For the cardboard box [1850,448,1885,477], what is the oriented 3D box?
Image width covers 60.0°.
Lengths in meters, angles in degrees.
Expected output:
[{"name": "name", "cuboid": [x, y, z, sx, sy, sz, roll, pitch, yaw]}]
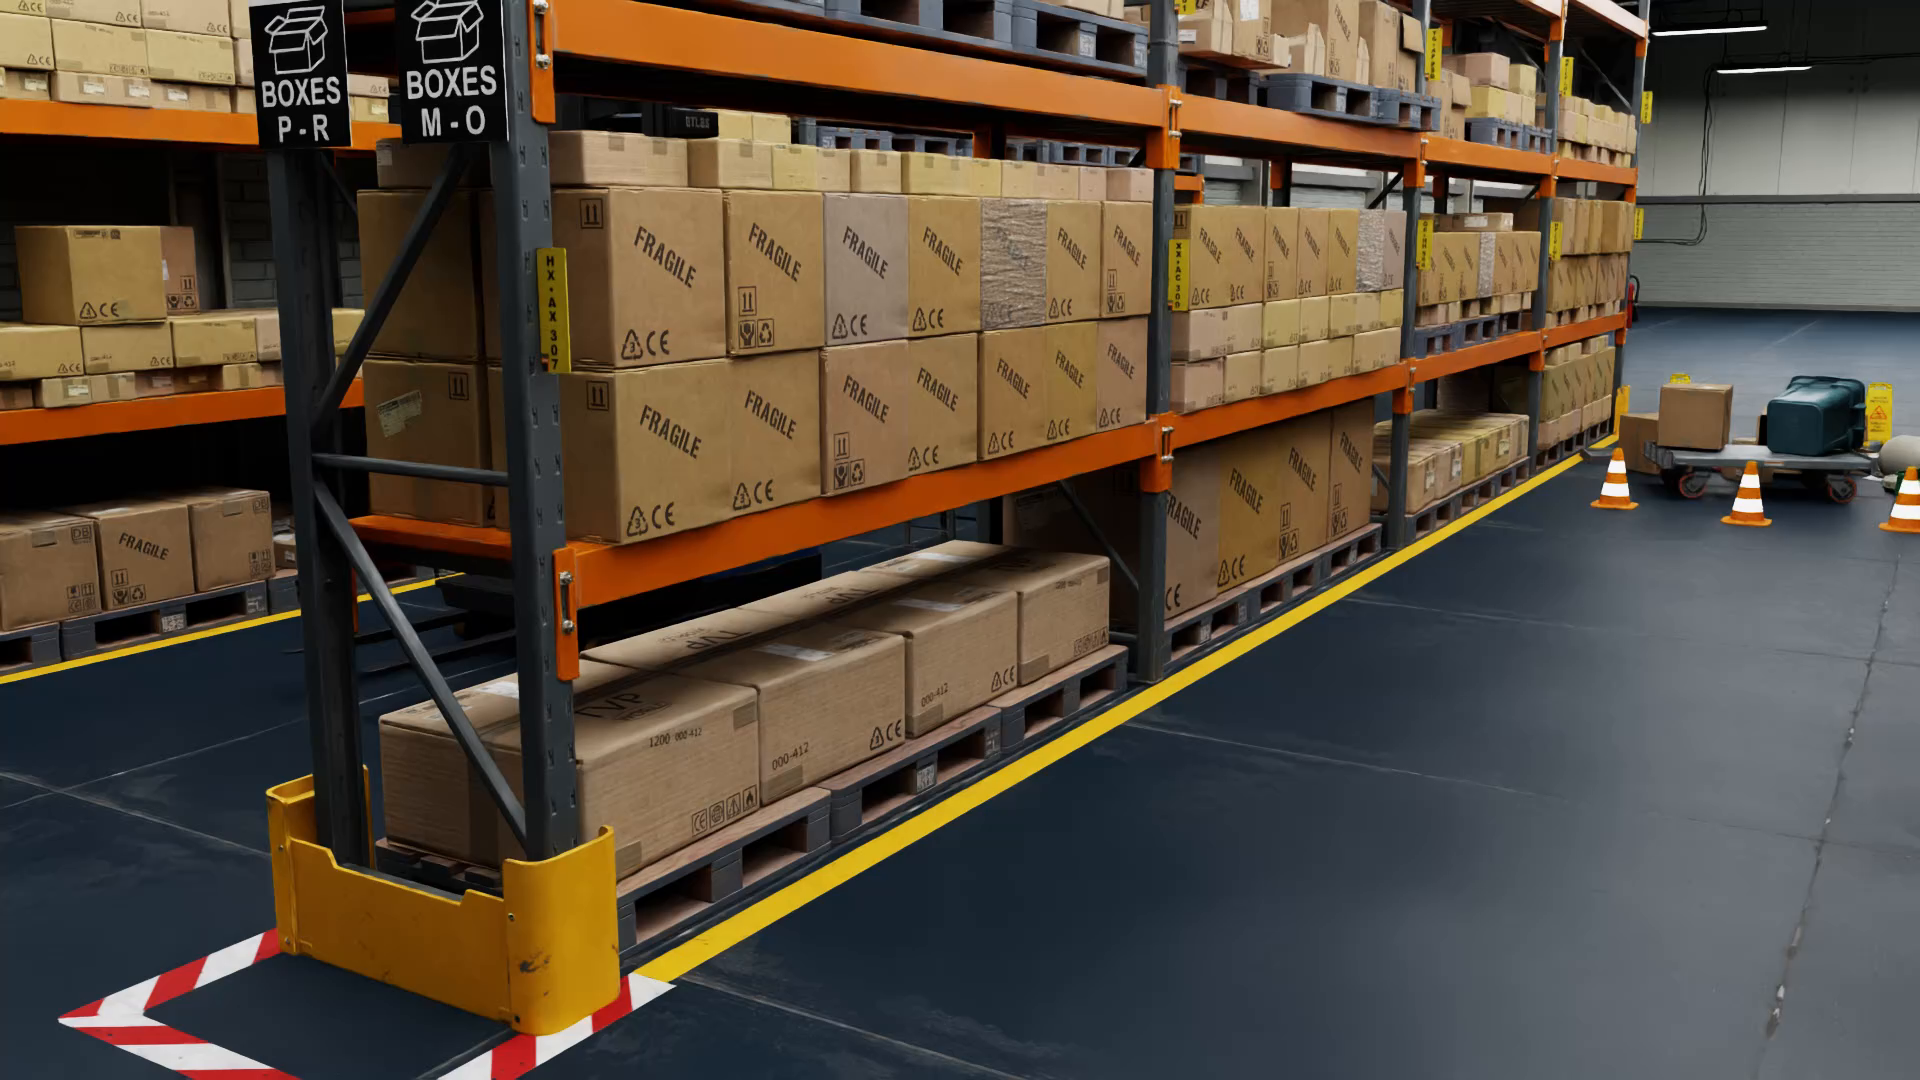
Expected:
[{"name": "cardboard box", "cuboid": [8.295, -0.724, 15.012, 0.396, 0.266, 0.258, 9, 14, 40]}]

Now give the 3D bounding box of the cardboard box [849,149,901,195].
[{"name": "cardboard box", "cuboid": [-0.430, -1.282, 5.815, 0.380, 0.149, 0.250, 7, 12, 31]}]

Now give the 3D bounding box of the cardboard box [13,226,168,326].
[{"name": "cardboard box", "cuboid": [-4.537, -1.387, 8.688, 0.500, 0.500, 0.500, 7, 13, 32]}]

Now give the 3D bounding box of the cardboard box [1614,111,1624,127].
[{"name": "cardboard box", "cuboid": [6.563, -4.290, 16.996, 0.380, 0.149, 0.250, 6, 12, 30]}]

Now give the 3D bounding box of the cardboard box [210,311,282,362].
[{"name": "cardboard box", "cuboid": [-4.008, -1.183, 9.633, 0.500, 0.250, 0.500, 6, 12, 31]}]

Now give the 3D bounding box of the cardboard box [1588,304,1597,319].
[{"name": "cardboard box", "cuboid": [6.155, -2.297, 16.668, 0.380, 0.149, 0.250, 6, 12, 30]}]

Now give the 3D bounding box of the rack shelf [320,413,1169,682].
[{"name": "rack shelf", "cuboid": [-0.498, -0.152, 6.483, 1.077, 0.370, 4.000, 6, 12, 31]}]

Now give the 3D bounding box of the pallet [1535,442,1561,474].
[{"name": "pallet", "cuboid": [5.012, -0.817, 15.657, 1.003, 0.211, 1.213, 6, 12, 31]}]

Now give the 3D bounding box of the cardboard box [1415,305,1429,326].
[{"name": "cardboard box", "cuboid": [3.120, -1.607, 11.840, 0.380, 0.149, 0.250, 6, 12, 27]}]

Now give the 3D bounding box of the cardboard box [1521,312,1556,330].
[{"name": "cardboard box", "cuboid": [5.131, -1.974, 14.942, 0.380, 0.149, 0.250, 6, 12, 30]}]

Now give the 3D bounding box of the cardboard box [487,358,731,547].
[{"name": "cardboard box", "cuboid": [-1.042, -0.288, 4.984, 0.500, 0.500, 0.500, 6, 12, 30]}]

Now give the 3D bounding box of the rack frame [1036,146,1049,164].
[{"name": "rack frame", "cuboid": [0.449, -2.552, 17.348, 1.000, 3.000, 0.127, 6, 12, 31]}]

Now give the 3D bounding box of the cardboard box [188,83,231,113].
[{"name": "cardboard box", "cuboid": [-4.210, -2.403, 9.083, 0.380, 0.149, 0.250, 7, 13, 33]}]

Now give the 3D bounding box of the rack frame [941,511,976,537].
[{"name": "rack frame", "cuboid": [0.041, -1.044, 11.741, 0.400, 2.100, 0.015, 6, 12, 31]}]

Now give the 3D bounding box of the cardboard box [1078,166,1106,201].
[{"name": "cardboard box", "cuboid": [0.422, -1.569, 7.349, 0.380, 0.149, 0.250, 7, 13, 32]}]

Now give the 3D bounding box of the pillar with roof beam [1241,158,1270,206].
[{"name": "pillar with roof beam", "cuboid": [8.188, -6.639, 22.874, 9.100, 9.000, 0.400, 6, 12, 31]}]

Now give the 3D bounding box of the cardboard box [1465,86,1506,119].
[{"name": "cardboard box", "cuboid": [3.981, -3.420, 13.102, 0.500, 0.250, 0.500, 7, 12, 31]}]

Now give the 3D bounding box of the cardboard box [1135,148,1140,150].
[{"name": "cardboard box", "cuboid": [1.887, -4.716, 19.069, 0.700, 0.500, 0.500, 6, 12, 31]}]

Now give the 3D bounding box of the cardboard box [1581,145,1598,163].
[{"name": "cardboard box", "cuboid": [5.809, -3.649, 15.740, 0.380, 0.149, 0.250, 6, 12, 30]}]

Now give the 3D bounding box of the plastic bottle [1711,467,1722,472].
[{"name": "plastic bottle", "cuboid": [6.966, -0.658, 15.215, 0.133, 0.061, 0.283, 9, 14, 40]}]

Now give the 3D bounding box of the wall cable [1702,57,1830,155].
[{"name": "wall cable", "cuboid": [21.941, -11.859, 45.474, 3.097, 2.526, 0.112, 6, 12, 31]}]

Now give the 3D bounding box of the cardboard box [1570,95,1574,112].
[{"name": "cardboard box", "cuboid": [5.246, -3.883, 14.823, 0.380, 0.149, 0.250, 7, 13, 32]}]

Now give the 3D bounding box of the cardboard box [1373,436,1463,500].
[{"name": "cardboard box", "cuboid": [3.295, -0.569, 12.754, 0.950, 0.372, 0.625, 6, 12, 30]}]

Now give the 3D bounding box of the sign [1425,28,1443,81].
[{"name": "sign", "cuboid": [3.087, -3.162, 10.837, 0.100, 0.325, 0.005, 6, 12, 31]}]

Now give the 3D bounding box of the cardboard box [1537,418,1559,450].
[{"name": "cardboard box", "cuboid": [5.230, -1.000, 15.390, 0.500, 0.250, 0.500, 6, 12, 28]}]

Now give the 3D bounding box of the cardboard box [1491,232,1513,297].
[{"name": "cardboard box", "cuboid": [4.120, -2.227, 13.390, 0.500, 0.500, 0.500, 7, 13, 33]}]

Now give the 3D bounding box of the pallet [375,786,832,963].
[{"name": "pallet", "cuboid": [-1.189, 1.047, 5.705, 1.003, 0.211, 1.213, 6, 12, 31]}]

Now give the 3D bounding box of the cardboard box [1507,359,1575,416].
[{"name": "cardboard box", "cuboid": [5.498, -1.454, 15.777, 0.500, 0.500, 0.500, 7, 13, 33]}]

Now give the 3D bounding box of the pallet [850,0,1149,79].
[{"name": "pallet", "cuboid": [0.106, -2.123, 7.147, 1.003, 0.211, 1.213, 6, 12, 31]}]

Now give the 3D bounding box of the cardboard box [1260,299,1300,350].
[{"name": "cardboard box", "cuboid": [1.541, -1.196, 9.153, 0.500, 0.250, 0.500, 7, 12, 31]}]

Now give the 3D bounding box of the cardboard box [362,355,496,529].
[{"name": "cardboard box", "cuboid": [-1.513, -0.341, 5.268, 0.500, 0.500, 0.500, 6, 12, 31]}]

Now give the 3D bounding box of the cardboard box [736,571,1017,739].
[{"name": "cardboard box", "cuboid": [-0.342, 0.462, 7.069, 0.875, 0.438, 0.875, 6, 12, 29]}]

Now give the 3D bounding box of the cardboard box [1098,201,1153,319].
[{"name": "cardboard box", "cuboid": [0.531, -1.260, 7.459, 0.500, 0.500, 0.500, 6, 12, 30]}]

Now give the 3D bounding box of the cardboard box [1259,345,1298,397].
[{"name": "cardboard box", "cuboid": [1.541, -0.951, 9.204, 0.500, 0.250, 0.500, 6, 12, 30]}]

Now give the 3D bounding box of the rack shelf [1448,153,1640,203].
[{"name": "rack shelf", "cuboid": [5.732, -3.513, 16.288, 1.077, 0.370, 4.000, 6, 12, 31]}]

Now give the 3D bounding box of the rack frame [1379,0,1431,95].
[{"name": "rack frame", "cuboid": [2.617, -4.398, 10.905, 1.000, 3.000, 0.127, 6, 12, 31]}]

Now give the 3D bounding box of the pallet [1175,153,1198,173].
[{"name": "pallet", "cuboid": [2.137, -4.503, 19.859, 1.003, 0.211, 1.213, 6, 12, 31]}]

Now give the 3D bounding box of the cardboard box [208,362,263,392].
[{"name": "cardboard box", "cuboid": [-4.153, -0.928, 9.358, 0.380, 0.149, 0.250, 6, 12, 30]}]

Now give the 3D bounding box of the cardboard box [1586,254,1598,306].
[{"name": "cardboard box", "cuboid": [5.918, -2.556, 16.292, 0.500, 0.500, 0.500, 7, 12, 31]}]

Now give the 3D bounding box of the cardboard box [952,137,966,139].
[{"name": "cardboard box", "cuboid": [-0.159, -4.044, 16.434, 0.380, 0.149, 0.250, 6, 12, 31]}]

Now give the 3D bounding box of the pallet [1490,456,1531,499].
[{"name": "pallet", "cuboid": [4.290, -0.585, 14.420, 1.003, 0.211, 1.213, 6, 12, 31]}]

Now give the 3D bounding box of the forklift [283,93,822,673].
[{"name": "forklift", "cuboid": [-2.067, -0.891, 8.665, 1.130, 2.935, 3.031, 7, 13, 34]}]

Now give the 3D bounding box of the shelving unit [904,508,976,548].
[{"name": "shelving unit", "cuboid": [-0.086, -1.006, 11.536, 0.431, 2.100, 0.503, 6, 12, 31]}]

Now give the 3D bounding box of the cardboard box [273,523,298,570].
[{"name": "cardboard box", "cuboid": [-3.928, 0.016, 9.922, 0.396, 0.266, 0.258, 7, 13, 33]}]

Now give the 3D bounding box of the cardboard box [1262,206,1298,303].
[{"name": "cardboard box", "cuboid": [1.517, -1.564, 9.081, 0.500, 0.500, 0.500, 6, 12, 29]}]

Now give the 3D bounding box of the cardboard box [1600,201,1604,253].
[{"name": "cardboard box", "cuboid": [5.868, -3.059, 16.258, 0.700, 0.500, 0.500, 6, 12, 30]}]

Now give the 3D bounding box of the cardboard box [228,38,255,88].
[{"name": "cardboard box", "cuboid": [-4.002, -2.658, 9.362, 0.500, 0.250, 0.500, 6, 12, 29]}]

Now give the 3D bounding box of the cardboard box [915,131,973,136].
[{"name": "cardboard box", "cuboid": [-0.117, -3.980, 15.655, 0.500, 0.311, 0.500, 6, 12, 29]}]

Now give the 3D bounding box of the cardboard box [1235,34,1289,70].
[{"name": "cardboard box", "cuboid": [1.496, -2.552, 8.688, 0.380, 0.166, 0.250, 5, 12, 27]}]

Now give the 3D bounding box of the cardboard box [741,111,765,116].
[{"name": "cardboard box", "cuboid": [-1.757, -3.402, 13.060, 0.380, 0.149, 0.250, 6, 12, 29]}]

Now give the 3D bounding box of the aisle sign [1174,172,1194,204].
[{"name": "aisle sign", "cuboid": [2.811, -4.441, 20.374, 0.394, 0.787, 0.004, 6, 12, 31]}]

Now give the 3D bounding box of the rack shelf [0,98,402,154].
[{"name": "rack shelf", "cuboid": [-4.743, -2.100, 8.737, 1.077, 0.370, 4.000, 6, 12, 31]}]

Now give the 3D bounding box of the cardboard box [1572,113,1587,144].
[{"name": "cardboard box", "cuboid": [5.416, -3.750, 15.196, 0.500, 0.250, 0.500, 6, 12, 30]}]

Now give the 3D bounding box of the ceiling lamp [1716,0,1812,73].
[{"name": "ceiling lamp", "cuboid": [19.022, -12.632, 39.026, 2.000, 3.185, 0.800, 6, 12, 31]}]

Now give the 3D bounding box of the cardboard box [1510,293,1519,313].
[{"name": "cardboard box", "cuboid": [4.407, -1.970, 13.782, 0.380, 0.149, 0.250, 6, 12, 30]}]
